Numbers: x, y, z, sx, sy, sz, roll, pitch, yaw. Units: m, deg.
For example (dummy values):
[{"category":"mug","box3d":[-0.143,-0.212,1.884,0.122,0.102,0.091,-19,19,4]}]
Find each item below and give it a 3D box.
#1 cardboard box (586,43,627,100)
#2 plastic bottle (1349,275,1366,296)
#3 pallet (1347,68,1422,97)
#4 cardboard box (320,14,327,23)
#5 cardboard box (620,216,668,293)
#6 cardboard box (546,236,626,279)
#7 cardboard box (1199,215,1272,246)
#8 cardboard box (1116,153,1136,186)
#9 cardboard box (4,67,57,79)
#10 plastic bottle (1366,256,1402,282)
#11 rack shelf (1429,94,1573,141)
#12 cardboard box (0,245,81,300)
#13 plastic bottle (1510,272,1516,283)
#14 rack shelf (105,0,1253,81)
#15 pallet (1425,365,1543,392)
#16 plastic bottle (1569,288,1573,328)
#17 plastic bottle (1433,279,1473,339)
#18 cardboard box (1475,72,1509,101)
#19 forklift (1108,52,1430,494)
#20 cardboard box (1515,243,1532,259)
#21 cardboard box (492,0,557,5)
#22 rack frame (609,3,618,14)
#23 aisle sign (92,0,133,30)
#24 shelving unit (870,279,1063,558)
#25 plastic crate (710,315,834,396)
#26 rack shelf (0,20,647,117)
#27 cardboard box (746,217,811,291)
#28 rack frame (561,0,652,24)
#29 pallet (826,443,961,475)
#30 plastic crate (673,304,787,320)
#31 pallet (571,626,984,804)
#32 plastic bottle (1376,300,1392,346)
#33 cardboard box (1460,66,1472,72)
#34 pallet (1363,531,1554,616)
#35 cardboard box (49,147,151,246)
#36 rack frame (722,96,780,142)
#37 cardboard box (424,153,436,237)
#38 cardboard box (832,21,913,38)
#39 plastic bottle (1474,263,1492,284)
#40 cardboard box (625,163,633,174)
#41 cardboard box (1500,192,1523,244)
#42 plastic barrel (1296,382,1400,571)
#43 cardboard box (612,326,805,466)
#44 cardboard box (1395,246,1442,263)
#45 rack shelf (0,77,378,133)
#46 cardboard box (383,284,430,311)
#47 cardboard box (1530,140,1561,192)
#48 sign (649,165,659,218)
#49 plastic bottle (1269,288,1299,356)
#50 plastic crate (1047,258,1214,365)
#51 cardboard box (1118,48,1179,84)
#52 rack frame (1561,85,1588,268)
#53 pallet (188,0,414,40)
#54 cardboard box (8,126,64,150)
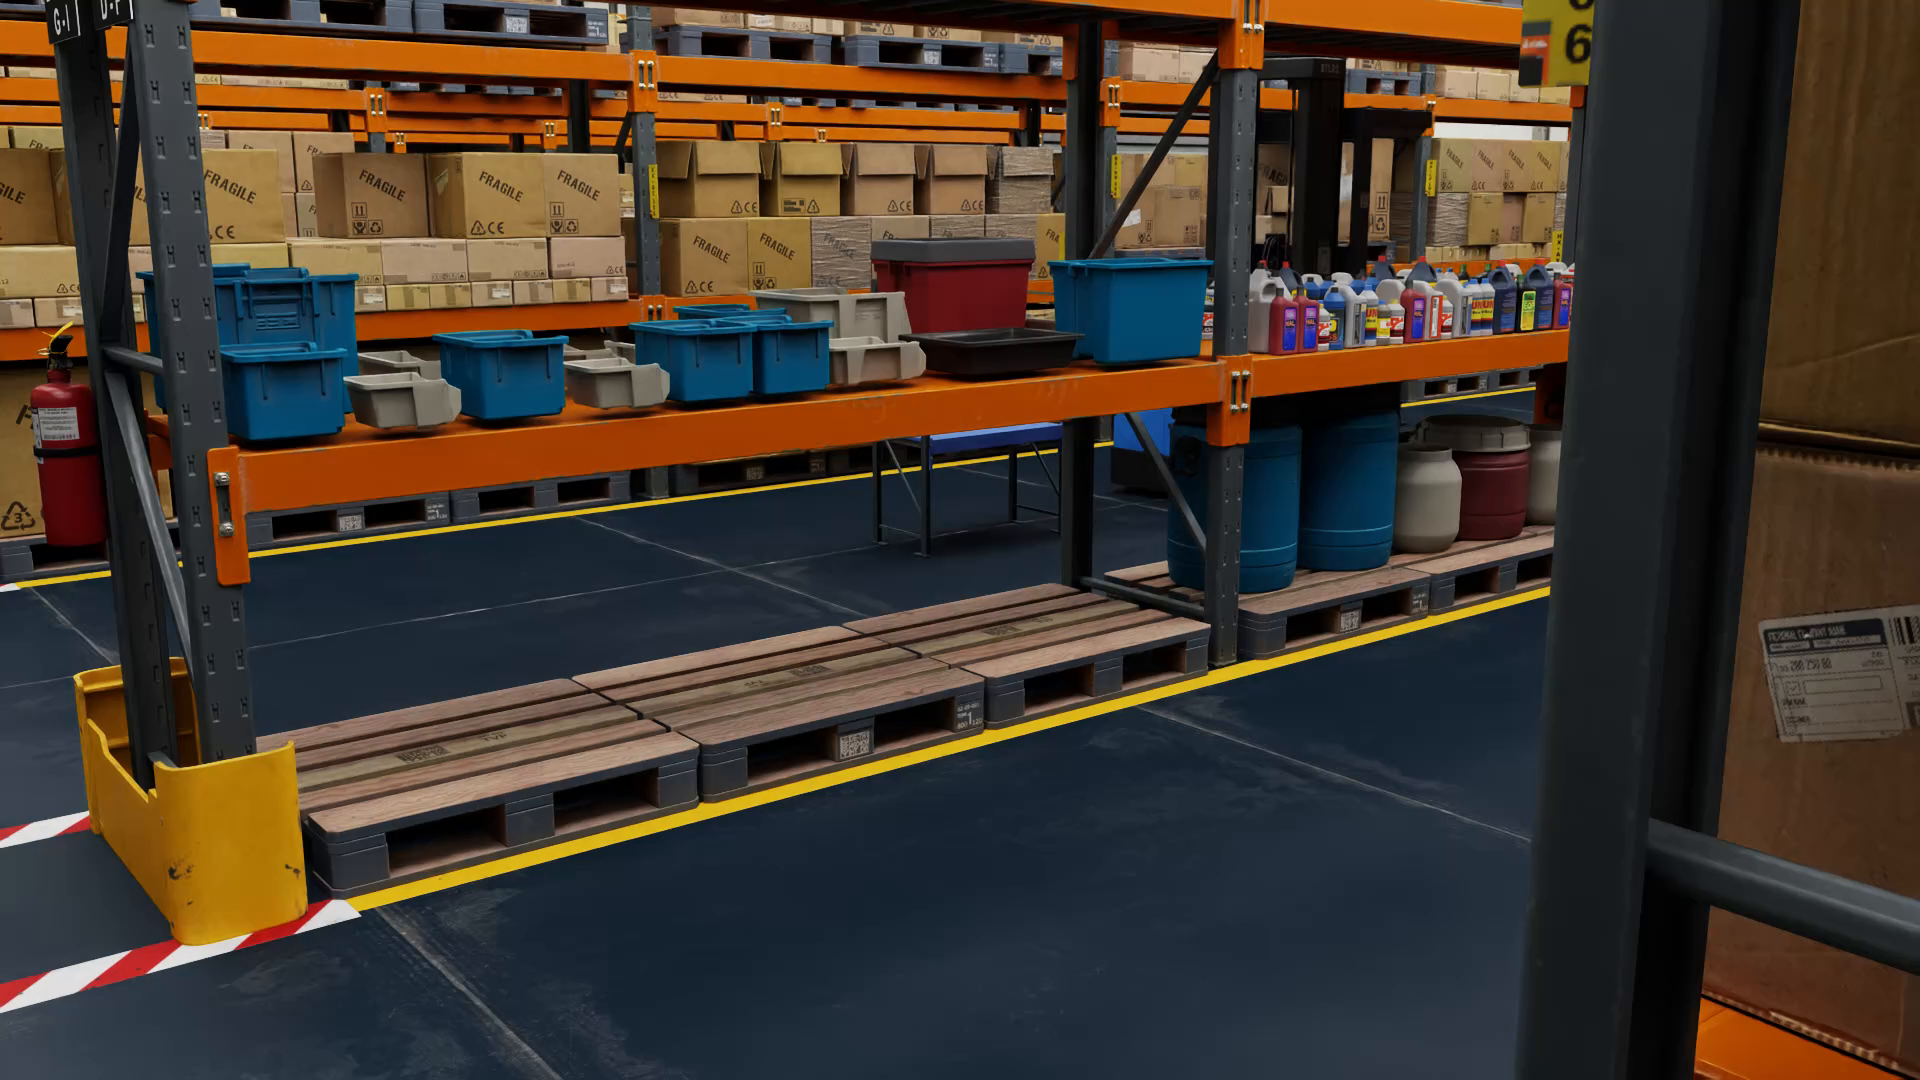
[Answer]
[{"category":"cardboard box","box3d":[-3.226,-4.419,15.756,0.500,0.500,0.500,-9,15,-38]},{"category":"plastic bottle","box3d":[1.990,-1.193,8.333,0.097,0.271,0.097,0,12,0]},{"category":"pallet","box3d":[3.431,-4.163,15.245,1.003,0.211,1.213,-9,15,-38]},{"category":"cardboard box","box3d":[-5.360,-4.379,14.005,0.250,0.149,0.380,-10,16,-40]},{"category":"cardboard box","box3d":[-2.073,-1.967,11.428,0.500,0.500,0.500,-9,15,-37]},{"category":"cardboard box","box3d":[-2.448,-1.785,10.458,0.500,0.250,0.500,-10,15,-39]},{"category":"cardboard box","box3d":[2.308,-2.644,14.209,0.500,0.250,0.500,-10,16,-39]},{"category":"cardboard box","box3d":[1.626,-4.402,20.179,0.550,0.550,0.875,-9,15,-38]},{"category":"cardboard box","box3d":[-7.092,-3.659,12.776,0.500,0.250,0.500,-10,16,-39]},{"category":"plastic bottle","box3d":[2.200,-1.301,8.650,0.185,0.351,0.144,-9,15,-38]},{"category":"rack shelf","box3d":[5.541,-4.226,16.818,4.000,0.370,1.077,-9,15,-38]},{"category":"cardboard box","box3d":[-4.847,-1.384,8.571,0.500,0.250,0.500,-10,16,-39]},{"category":"plastic bottle","box3d":[2.774,-1.201,8.343,0.133,0.283,0.061,-9,15,-38]},{"category":"rack shelf","box3d":[-0.735,-1.865,5.702,4.000,0.370,1.077,-9,15,-38]},{"category":"pallet","box3d":[5.435,-1.739,17.309,1.213,0.211,1.003,-9,15,-38]},{"category":"plastic bottle","box3d":[3.087,-1.179,8.439,0.097,0.201,0.097,0,12,0]},{"category":"plastic bottle","box3d":[2.330,-1.097,7.873,0.135,0.276,0.152,-9,15,-38]},{"category":"cardboard box","box3d":[4.901,-4.331,15.943,0.500,0.250,0.500,-10,15,-38]},{"category":"forklift","box3d":[2.443,-1.869,11.375,3.031,2.935,1.130,-10,15,-39]},{"category":"cardboard box","box3d":[5.498,-2.904,16.687,0.250,0.149,0.380,-9,15,-38]},{"category":"cardboard box","box3d":[-2.841,-3.472,10.044,0.500,0.500,0.700,-11,16,-41]},{"category":"rack frame","box3d":[-5.315,-8.197,26.568,0.127,3.000,1.000,-9,15,-38]},{"category":"aisle sign","box3d":[-2.167,-1.704,4.175,0.004,0.787,0.394,-9,15,-38]},{"category":"shelving unit","box3d":[0.067,-0.745,9.525,1.048,1.500,0.538,-9,15,-38]},{"category":"plastic crate","box3d":[-0.636,-0.626,5.615,0.300,0.233,0.416,-9,15,-38]},{"category":"rack shelf","box3d":[-3.829,-2.669,9.485,4.000,0.370,1.077,-9,15,-38]},{"category":"cardboard box","box3d":[-1.360,-1.946,11.331,0.500,0.500,0.500,-9,15,-38]},{"category":"rack frame","box3d":[-2.267,-4.747,10.321,0.127,3.000,1.000,-9,15,-38]},{"category":"pallet","box3d":[-0.759,-0.720,12.512,1.213,0.211,1.003,-9,15,-38]},{"category":"plastic crate","box3d":[-0.853,-0.746,6.178,0.300,0.233,0.416,-9,15,-38]},{"category":"pallet","box3d":[-0.677,0.616,6.222,1.213,0.211,1.003,-9,15,-38]},{"category":"plastic bottle","box3d":[1.895,-0.981,7.506,0.097,0.201,0.097,0,12,0]},{"category":"cardboard box","box3d":[4.591,-4.477,15.673,0.250,0.149,0.380,-10,16,-40]},{"category":"pallet","box3d":[2.408,0.102,8.640,1.213,0.211,1.003,-9,15,-38]},{"category":"cardboard box","box3d":[-4.457,-1.816,8.799,0.500,0.500,0.500,-10,16,-39]},{"category":"rack frame","box3d":[-2.164,-3.149,17.238,0.127,3.000,1.000,-9,15,-38]},{"category":"cardboard box","box3d":[-3.191,-2.168,10.458,0.500,0.500,0.500,-9,15,-38]},{"category":"cardboard box","box3d":[-0.726,-3.786,11.758,0.637,0.503,0.797,-10,15,-38]},{"category":"plastic bottle","box3d":[2.916,-1.398,9.270,0.133,0.283,0.061,-9,15,-38]},{"category":"cardboard box","box3d":[-4.234,-4.914,22.021,0.250,0.149,0.380,-10,16,-40]},{"category":"cardboard box","box3d":[5.109,-3.234,16.680,0.500,0.500,0.875,-9,15,-38]},{"category":"plastic barrel","box3d":[1.815,-0.348,8.087,0.708,0.901,0.600,-9,15,-38]},{"category":"cardboard box","box3d":[-1.780,-1.065,11.527,0.875,0.875,1.225,-9,15,-37]},{"category":"cardboard box","box3d":[4.335,-2.707,15.760,0.250,0.149,0.380,-9,15,-38]},{"category":"rack shelf","box3d":[-6.849,-3.486,13.335,4.000,0.370,1.077,-9,15,-38]},{"category":"cardboard box","box3d":[-3.304,-1.430,9.748,0.250,0.149,0.380,-10,15,-39]},{"category":"cardboard box","box3d":[5.653,-3.748,16.694,0.500,0.500,0.500,-9,15,-38]},{"category":"sign","box3d":[-1.920,-2.185,10.423,0.005,0.325,0.100,-9,15,-38]},{"category":"plastic bottle","box3d":[1.380,-0.931,7.071,0.133,0.283,0.061,-9,15,-38]},{"category":"plastic crate","box3d":[0.675,-0.915,6.610,0.575,0.384,0.392,-9,15,-38]},{"category":"cardboard box","box3d":[1.382,-3.745,13.185,0.500,0.250,0.500,-9,15,-37]},{"category":"rack frame","box3d":[3.950,-1.528,9.605,0.127,3.000,1.000,-9,15,-38]},{"category":"pallet","box3d":[-3.865,-2.975,9.408,1.213,0.211,1.003,-9,15,-38]},{"category":"cardboard box","box3d":[-7.084,-2.940,12.890,0.500,0.500,0.500,-10,15,-39]}]
